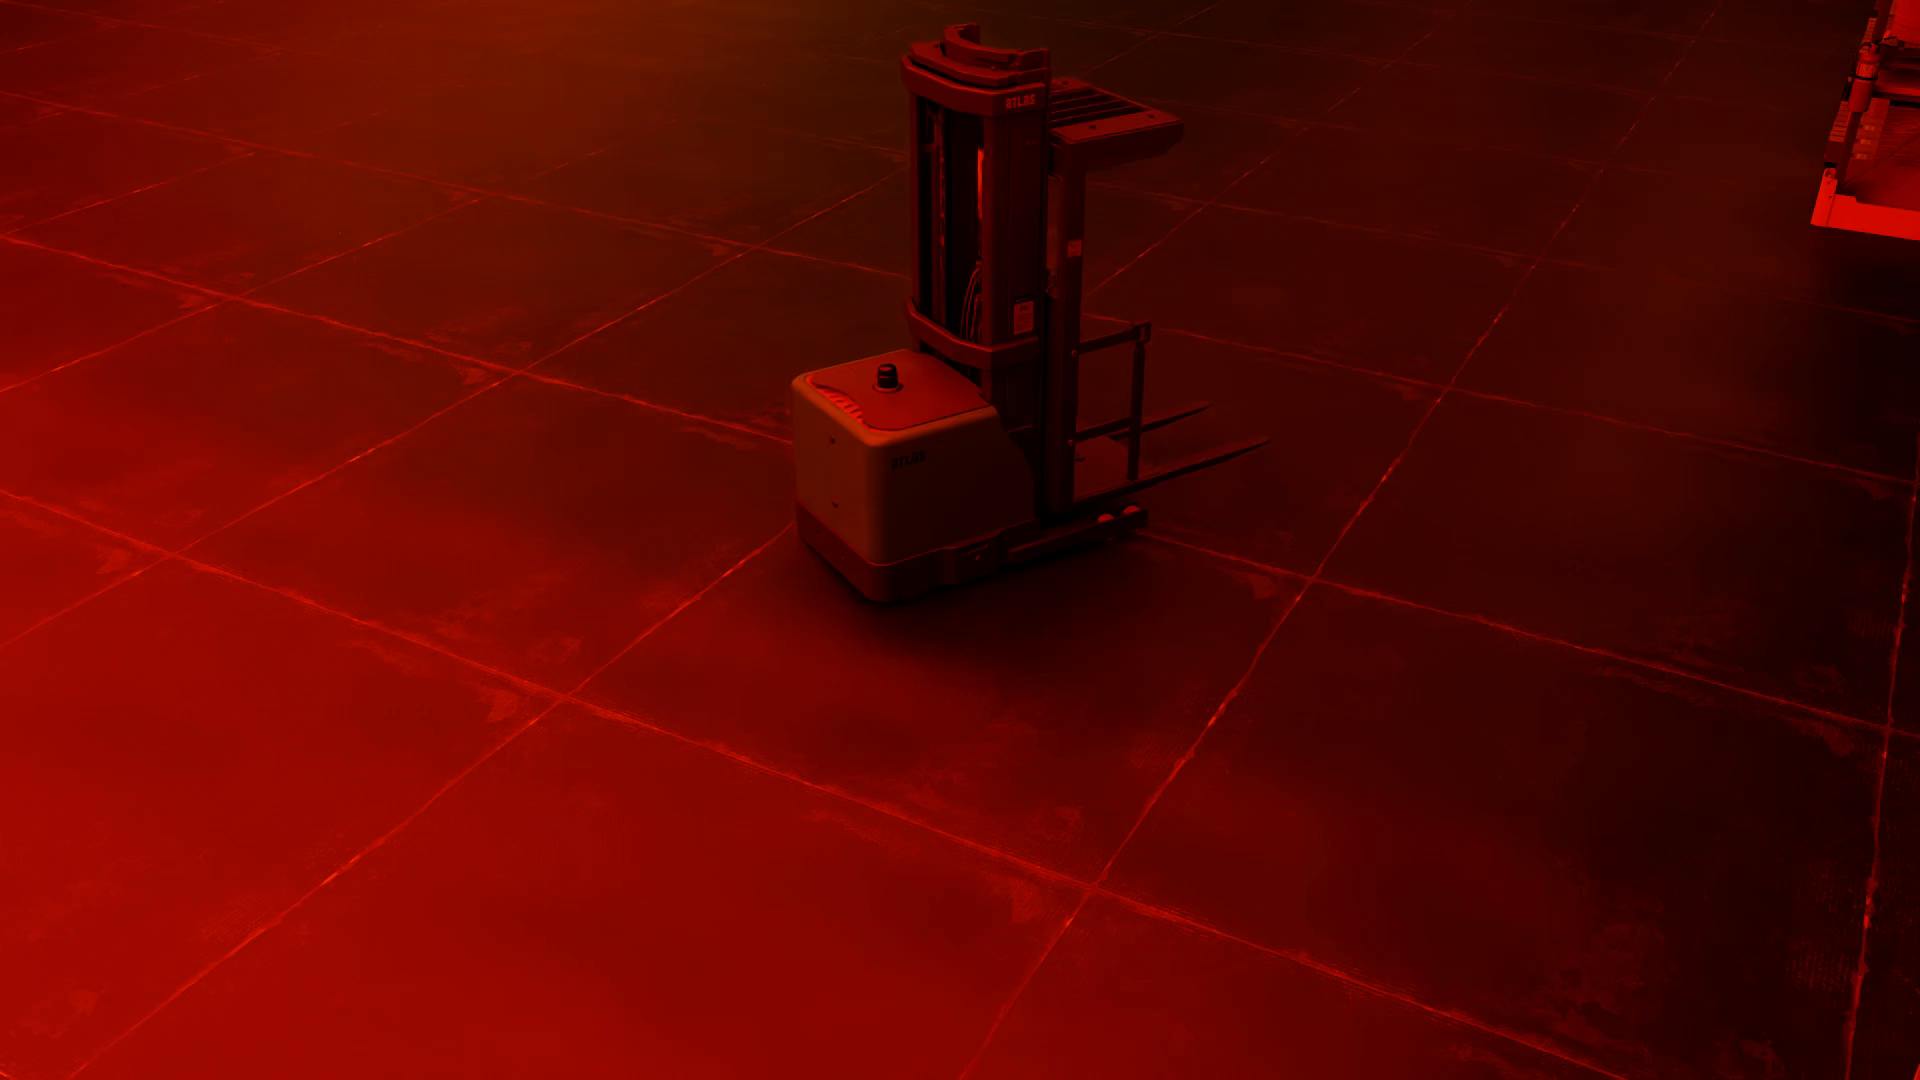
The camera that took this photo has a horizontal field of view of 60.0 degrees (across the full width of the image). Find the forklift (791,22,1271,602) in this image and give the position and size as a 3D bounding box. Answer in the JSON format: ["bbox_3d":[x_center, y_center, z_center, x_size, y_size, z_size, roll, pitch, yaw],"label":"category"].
[{"bbox_3d":[0.541,-1.463,9.606,3.031,2.935,1.130,-17,34,-27],"label":"forklift"}]

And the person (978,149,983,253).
[{"bbox_3d":[0.259,-2.282,12.354,0.779,1.611,0.372,-10,31,-17],"label":"person"}]
